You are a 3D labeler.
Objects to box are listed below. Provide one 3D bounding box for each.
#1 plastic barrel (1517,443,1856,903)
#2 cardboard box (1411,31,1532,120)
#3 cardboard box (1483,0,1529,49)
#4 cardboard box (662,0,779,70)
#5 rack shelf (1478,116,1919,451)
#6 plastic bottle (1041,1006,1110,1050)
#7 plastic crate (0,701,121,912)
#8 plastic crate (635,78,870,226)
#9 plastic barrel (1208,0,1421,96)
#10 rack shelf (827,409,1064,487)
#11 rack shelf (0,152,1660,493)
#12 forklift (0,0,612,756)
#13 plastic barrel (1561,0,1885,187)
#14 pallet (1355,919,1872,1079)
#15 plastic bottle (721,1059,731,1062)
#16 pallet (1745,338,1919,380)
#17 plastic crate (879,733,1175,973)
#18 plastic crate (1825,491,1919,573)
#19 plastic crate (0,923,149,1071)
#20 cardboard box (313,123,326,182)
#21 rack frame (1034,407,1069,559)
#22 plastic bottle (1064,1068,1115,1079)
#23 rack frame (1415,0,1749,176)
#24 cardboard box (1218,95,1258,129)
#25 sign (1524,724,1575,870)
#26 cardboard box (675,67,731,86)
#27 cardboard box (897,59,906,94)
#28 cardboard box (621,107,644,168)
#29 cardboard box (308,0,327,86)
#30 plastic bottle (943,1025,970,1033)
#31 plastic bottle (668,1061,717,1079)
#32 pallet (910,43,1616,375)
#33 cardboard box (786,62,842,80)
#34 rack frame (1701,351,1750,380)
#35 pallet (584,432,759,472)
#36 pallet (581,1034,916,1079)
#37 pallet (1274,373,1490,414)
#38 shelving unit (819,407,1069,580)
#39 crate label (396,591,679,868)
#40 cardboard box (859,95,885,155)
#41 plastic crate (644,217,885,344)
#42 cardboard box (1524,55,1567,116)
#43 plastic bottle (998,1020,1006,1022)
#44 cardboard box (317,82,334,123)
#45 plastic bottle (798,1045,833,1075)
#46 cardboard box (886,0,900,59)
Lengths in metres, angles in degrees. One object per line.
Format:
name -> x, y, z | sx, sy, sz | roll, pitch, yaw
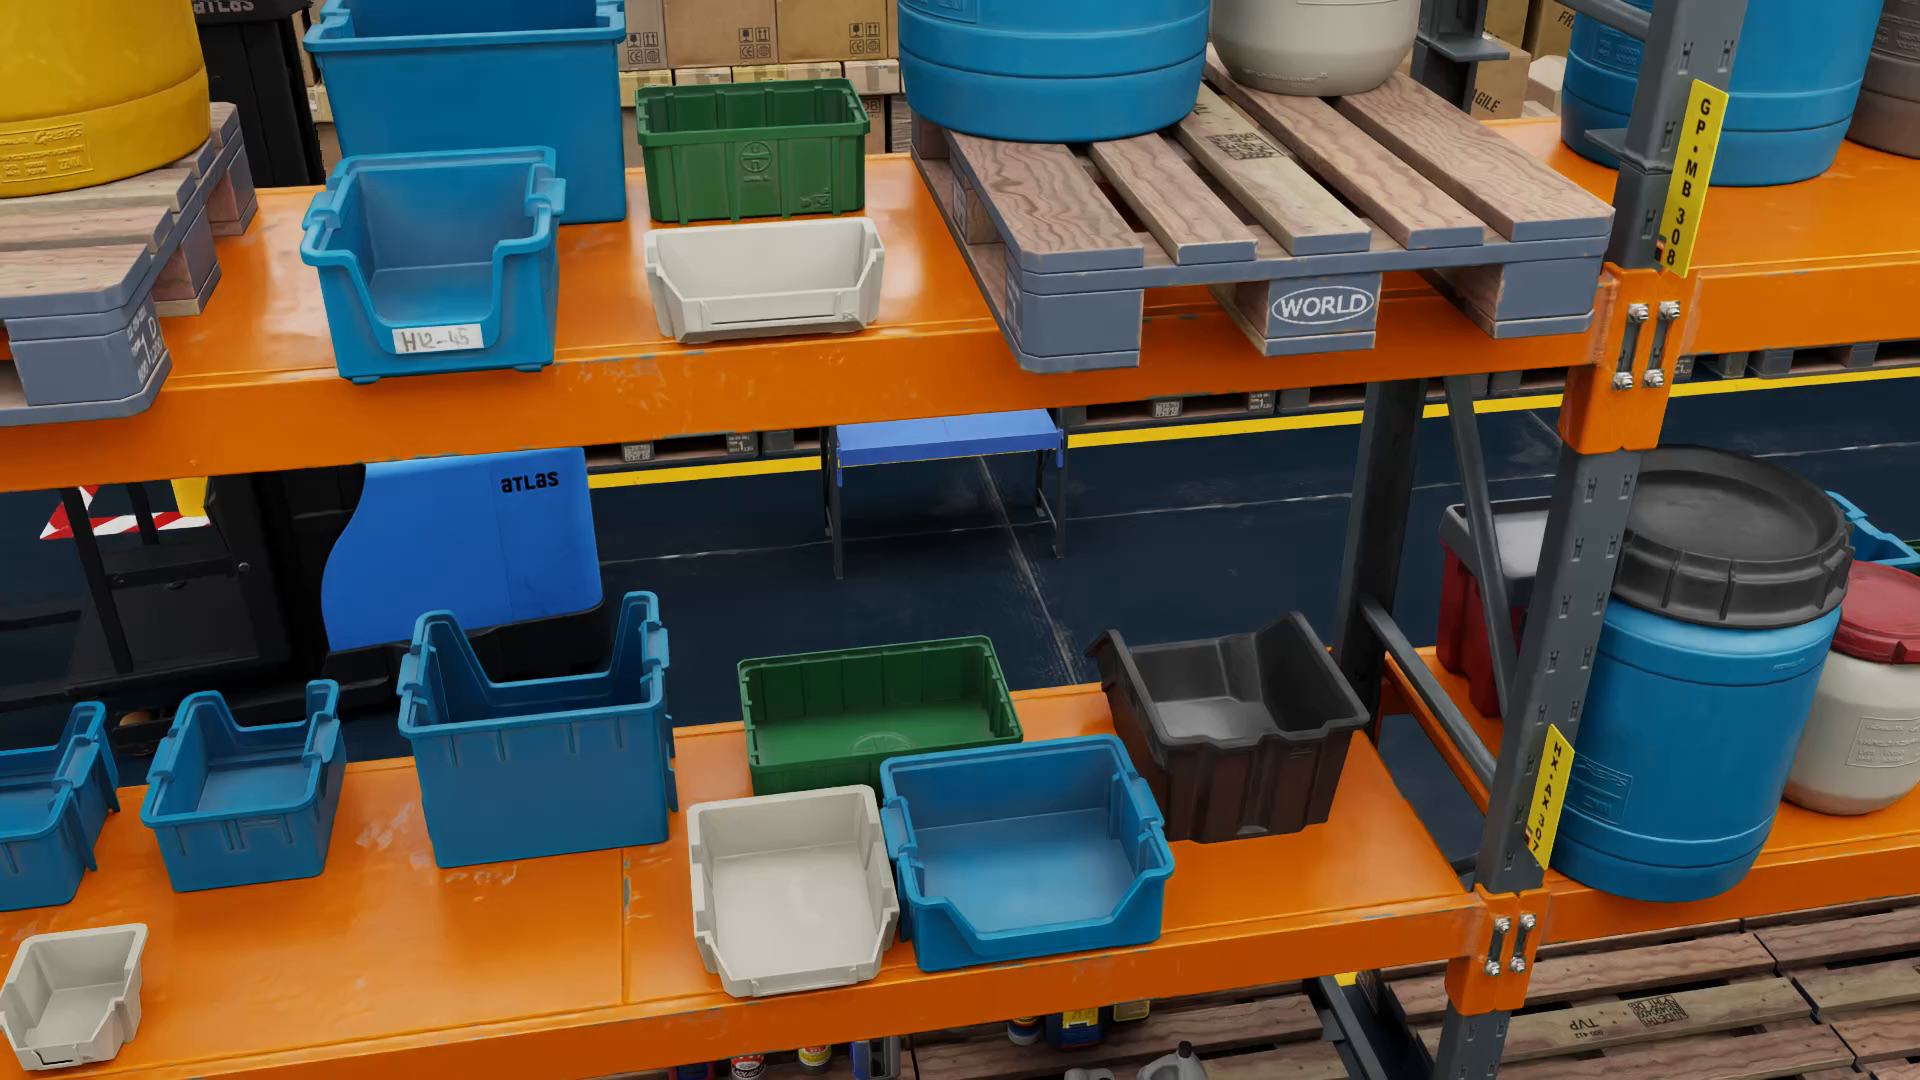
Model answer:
plastic barrel -> 1.611, 0.298, 3.790 | 0.708, 0.901, 0.600 | -5, 31, -9
cardboard box -> 2.575, -2.319, 8.636 | 0.500, 0.500, 0.500 | -7, 31, -12
cardboard box -> 4.074, -4.163, 13.576 | 0.750, 0.750, 0.750 | -6, 31, -10
cardboard box -> -1.137, -2.538, 7.729 | 0.500, 0.500, 0.700 | -5, 31, -9
rack shelf -> 3.144, -0.767, 3.846 | 4.000, 0.370, 1.077 | -5, 31, -9
plastic bottle -> 0.334, 1.289, 4.778 | 0.185, 0.351, 0.144 | -5, 31, -9
plastic crate -> -2.319, 0.633, 3.862 | 0.616, 0.251, 0.499 | -5, 31, -9
plastic crate -> -0.424, -0.795, 3.393 | 0.450, 0.188, 0.336 | -5, 31, -9
plastic barrel -> 0.718, -1.183, 3.318 | 0.421, 0.512, 0.421 | 0, 30, 0
rack shelf -> -0.084, -0.484, 7.448 | 1.000, 0.185, 0.538 | -5, 31, -9
rack shelf -> -0.791, -0.402, 3.225 | 4.000, 0.370, 1.077 | -5, 31, -9
forklift -> -3.009, -0.741, 6.119 | 3.031, 2.935, 1.130 | -9, 32, -15
plastic barrel -> 1.638, -1.266, 3.489 | 0.708, 0.901, 0.600 | -5, 31, -9
pallet -> 1.942, 1.509, 4.975 | 1.213, 0.211, 1.003 | -5, 31, -9
plastic bottle -> -0.641, 1.339, 4.766 | 0.135, 0.276, 0.152 | -6, 31, -10
pallet -> 4.964, -1.284, 9.726 | 1.213, 0.211, 1.003 | -5, 31, -9
plastic crate -> 0.137, 0.699, 3.749 | 0.616, 0.251, 0.499 | -5, 31, -9
plastic crate -> 2.206, 0.149, 4.553 | 0.575, 0.384, 0.392 | -5, 31, -9
plastic crate -> -1.820, 0.956, 3.426 | 0.250, 0.136, 0.298 | -5, 31, -9
cardboard box -> -3.185, -1.786, 7.729 | 0.500, 0.500, 0.700 | -5, 31, -9
rack frame -> 0.416, -0.685, 7.436 | 0.032, 1.500, 0.500 | -5, 31, -9
plastic bottle -> 0.355, 1.531, 4.440 | 0.135, 0.276, 0.152 | -5, 31, -9
rack frame -> 1.177, -2.188, 2.593 | 0.127, 3.000, 1.000 | -5, 31, -9
cardboard box -> 1.565, -2.225, 8.476 | 0.500, 0.500, 0.500 | -3, 31, -5
sign -> 1.265, 0.554, 3.575 | 0.005, 0.325, 0.100 | -5, 31, -9
cardboard box -> -1.190, -2.148, 7.705 | 0.250, 0.149, 0.380 | -4, 31, -7
cardboard box -> -0.184, -2.241, 7.864 | 0.250, 0.149, 0.380 | -6, 31, -10
cardboard box -> -1.663, -1.929, 7.972 | 0.500, 0.500, 0.700 | -4, 31, -7
cardboard box -> -2.616, -2.401, 7.495 | 0.500, 0.500, 0.700 | -6, 31, -10
plastic bottle -> -0.016, 1.301, 4.836 | 0.097, 0.271, 0.097 | 0, 30, 0
plastic bottle -> -0.758, 1.402, 4.652 | 0.133, 0.283, 0.061 | -5, 31, -9
pallet -> 0.485, -0.699, 3.206 | 1.003, 0.211, 1.213 | -5, 31, -9
cardboard box -> -0.700, -2.192, 7.780 | 0.250, 0.149, 0.380 | -5, 31, -9
rack frame -> 4.223, -2.437, 8.935 | 0.127, 3.000, 1.000 | -5, 31, -9
pallet -> -1.704, -0.705, 8.741 | 1.213, 0.211, 1.003 | -5, 31, -9
pallet -> -0.694, 1.754, 4.559 | 1.213, 0.211, 1.003 | -5, 31, -9
pallet -> 2.208, -1.070, 9.361 | 1.213, 0.211, 1.003 | -5, 31, -9
shelving unit -> -0.084, -0.639, 7.357 | 1.048, 1.500, 0.538 | -5, 31, -9
crate label -> -0.996, 0.445, 3.999 | 0.616, 0.435, 0.502 | -5, 31, -9
cardboard box -> -0.665, -2.020, 8.127 | 0.500, 0.500, 0.700 | -6, 31, -9
plastic crate -> -0.329, -0.433, 2.828 | 0.396, 0.136, 0.243 | -5, 31, -9
cardboard box -> 3.308, -2.414, 8.983 | 0.500, 0.311, 0.500 | -6, 31, -10
plastic bottle -> 0.122, 1.234, 4.871 | 0.185, 0.351, 0.144 | -7, 31, -11
cardboard box -> -2.717, -2.005, 7.463 | 0.250, 0.149, 0.380 | -5, 31, -9
plastic bottle -> -0.414, 1.411, 4.718 | 0.097, 0.201, 0.097 | 0, 30, 0
cardboard box -> -0.147, -2.631, 7.886 | 0.500, 0.500, 0.700 | -5, 31, -9
